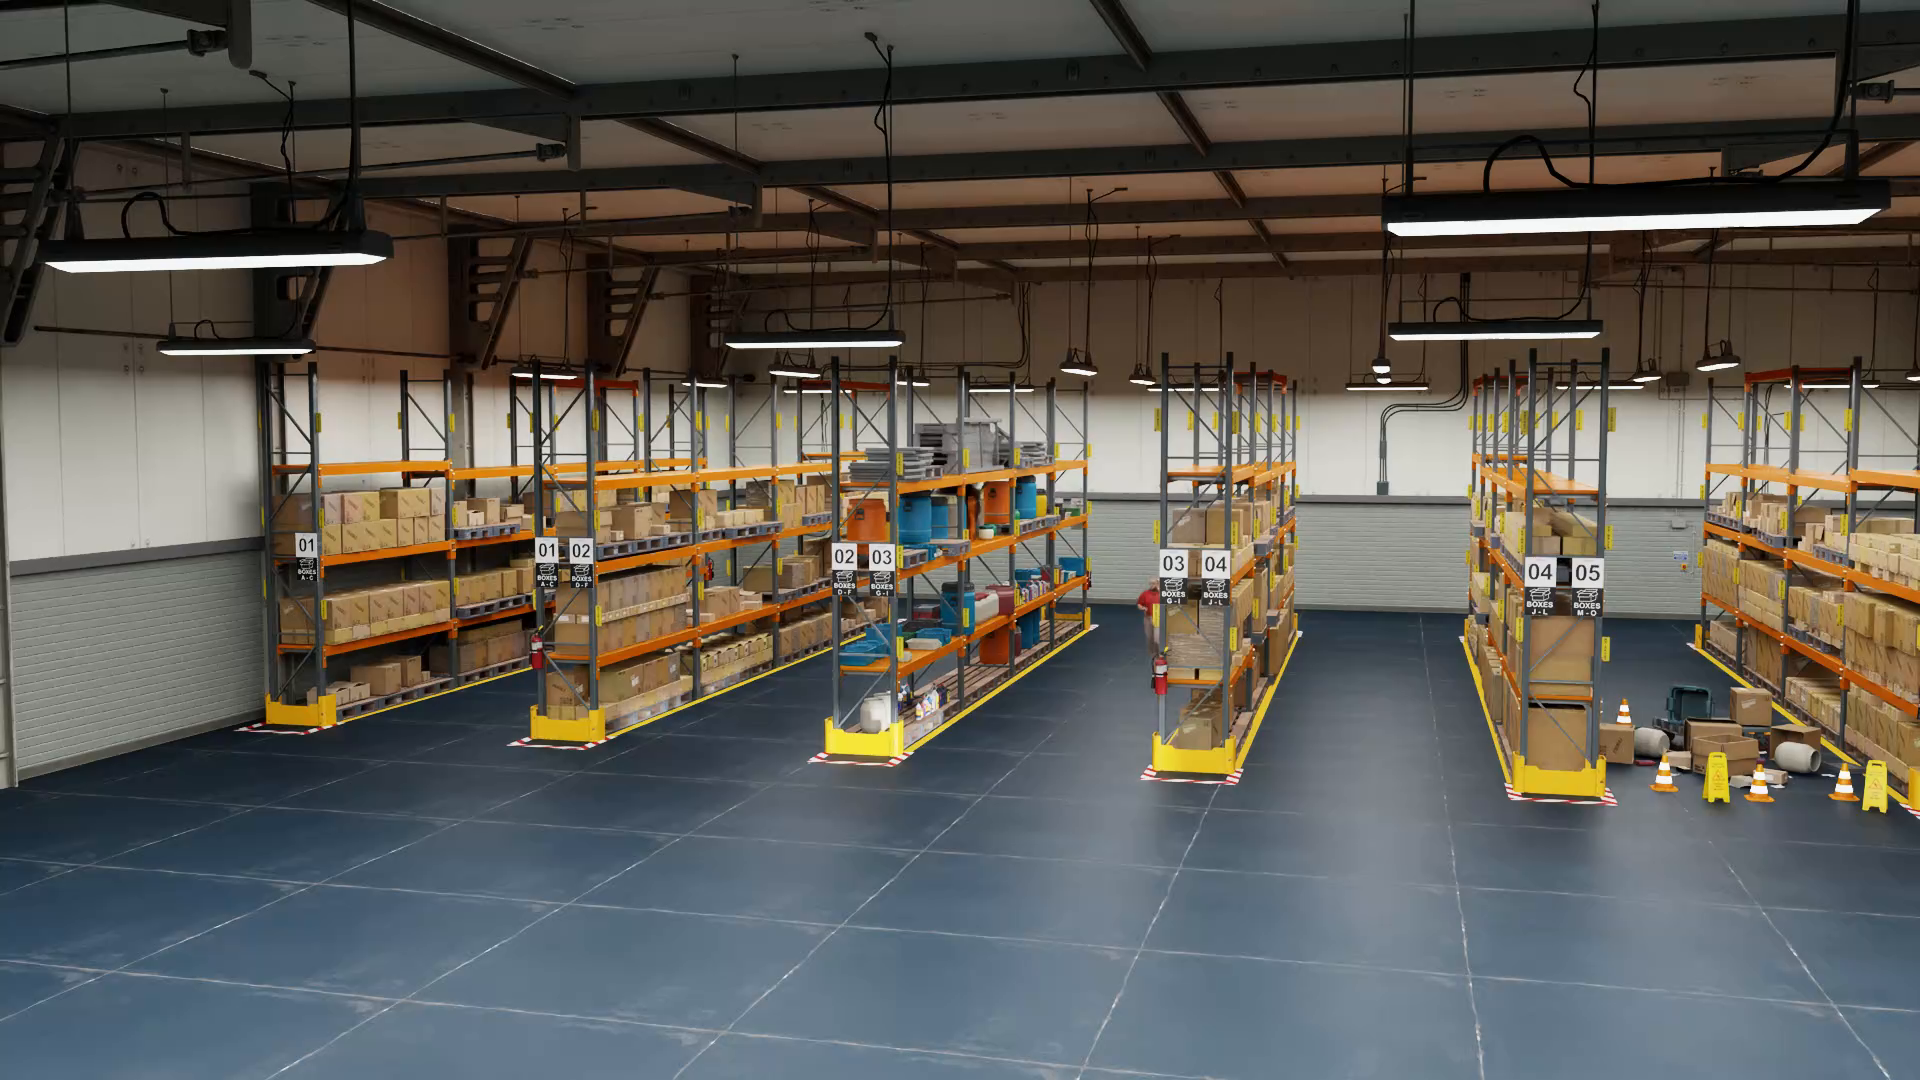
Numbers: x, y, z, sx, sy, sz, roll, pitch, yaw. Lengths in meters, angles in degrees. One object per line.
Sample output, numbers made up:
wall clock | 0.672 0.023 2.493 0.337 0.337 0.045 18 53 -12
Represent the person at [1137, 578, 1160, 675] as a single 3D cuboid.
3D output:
person | 3.723 1.649 31.941 0.644 1.861 0.824 1 4 18
